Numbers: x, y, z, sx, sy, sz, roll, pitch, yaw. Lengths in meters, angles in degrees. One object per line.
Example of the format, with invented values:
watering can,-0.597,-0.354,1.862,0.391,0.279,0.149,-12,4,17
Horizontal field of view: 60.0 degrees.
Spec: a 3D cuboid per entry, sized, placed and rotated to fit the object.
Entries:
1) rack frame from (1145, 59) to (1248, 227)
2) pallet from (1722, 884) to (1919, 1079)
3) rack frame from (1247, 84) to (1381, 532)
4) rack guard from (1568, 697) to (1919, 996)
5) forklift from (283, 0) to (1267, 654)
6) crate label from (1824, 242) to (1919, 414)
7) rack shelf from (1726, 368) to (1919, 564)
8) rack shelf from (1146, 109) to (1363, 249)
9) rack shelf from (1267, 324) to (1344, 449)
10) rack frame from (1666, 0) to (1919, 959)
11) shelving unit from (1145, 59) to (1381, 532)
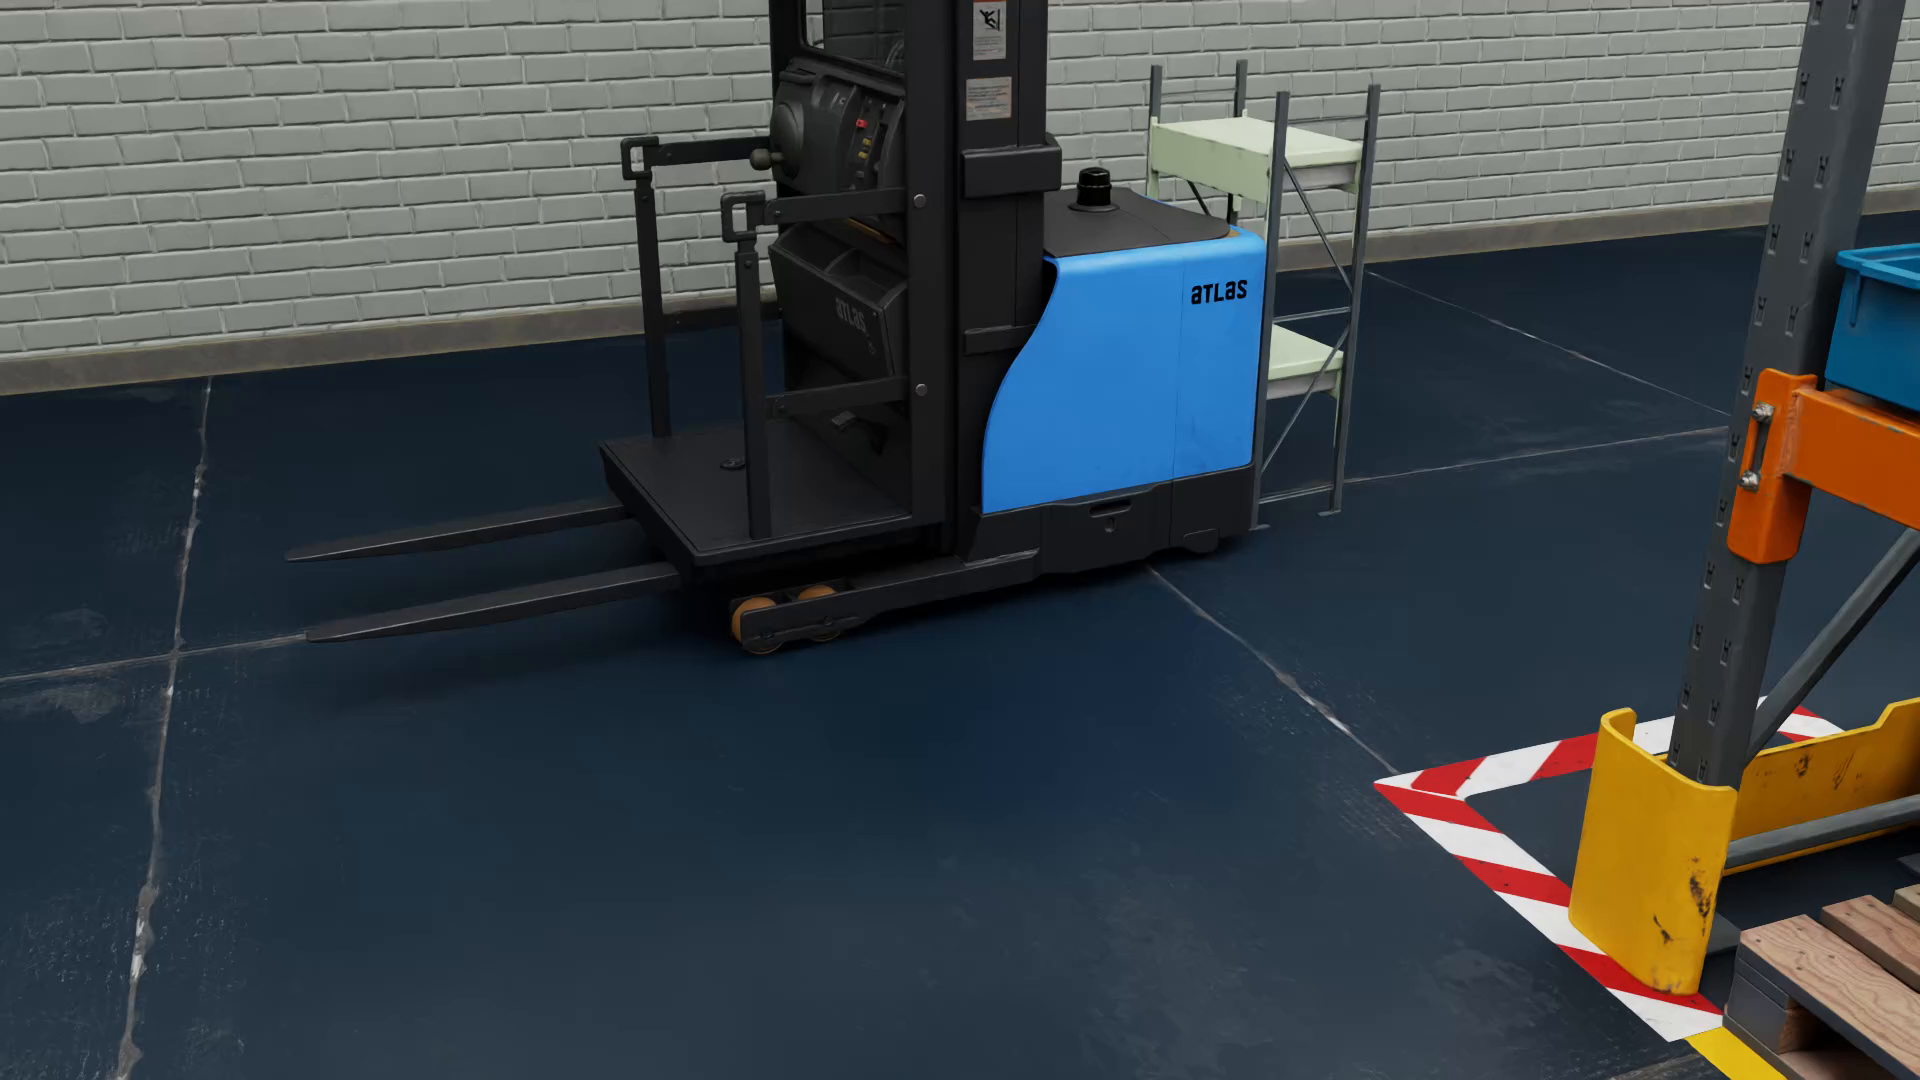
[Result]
rack frame,0.856,-1.011,6.217,0.400,1.500,0.023,-11,25,-24
pallet,2.230,1.035,3.022,1.003,0.211,1.213,-8,24,-19
rack frame,1.183,-0.757,5.614,0.400,1.500,0.023,-11,25,-24
rack guard,1.954,0.590,3.706,1.175,0.500,0.348,-8,24,-19
forklift,-0.560,-1.245,4.929,3.031,2.935,1.130,-11,25,-24
crate label,1.754,-0.370,2.905,0.416,0.233,0.303,-8,24,-19
rack shelf,2.681,0.504,1.619,1.077,0.370,4.000,-8,24,-19
rack shelf,1.020,-1.243,5.764,0.431,0.370,0.720,-11,25,-24
rack shelf,1.020,-0.583,6.042,0.431,0.370,0.720,-11,25,-24
rack frame,1.974,-0.555,3.204,1.000,3.000,0.127,-8,24,-19
shelving unit,1.020,-0.884,5.916,0.431,1.500,0.755,-11,25,-24
